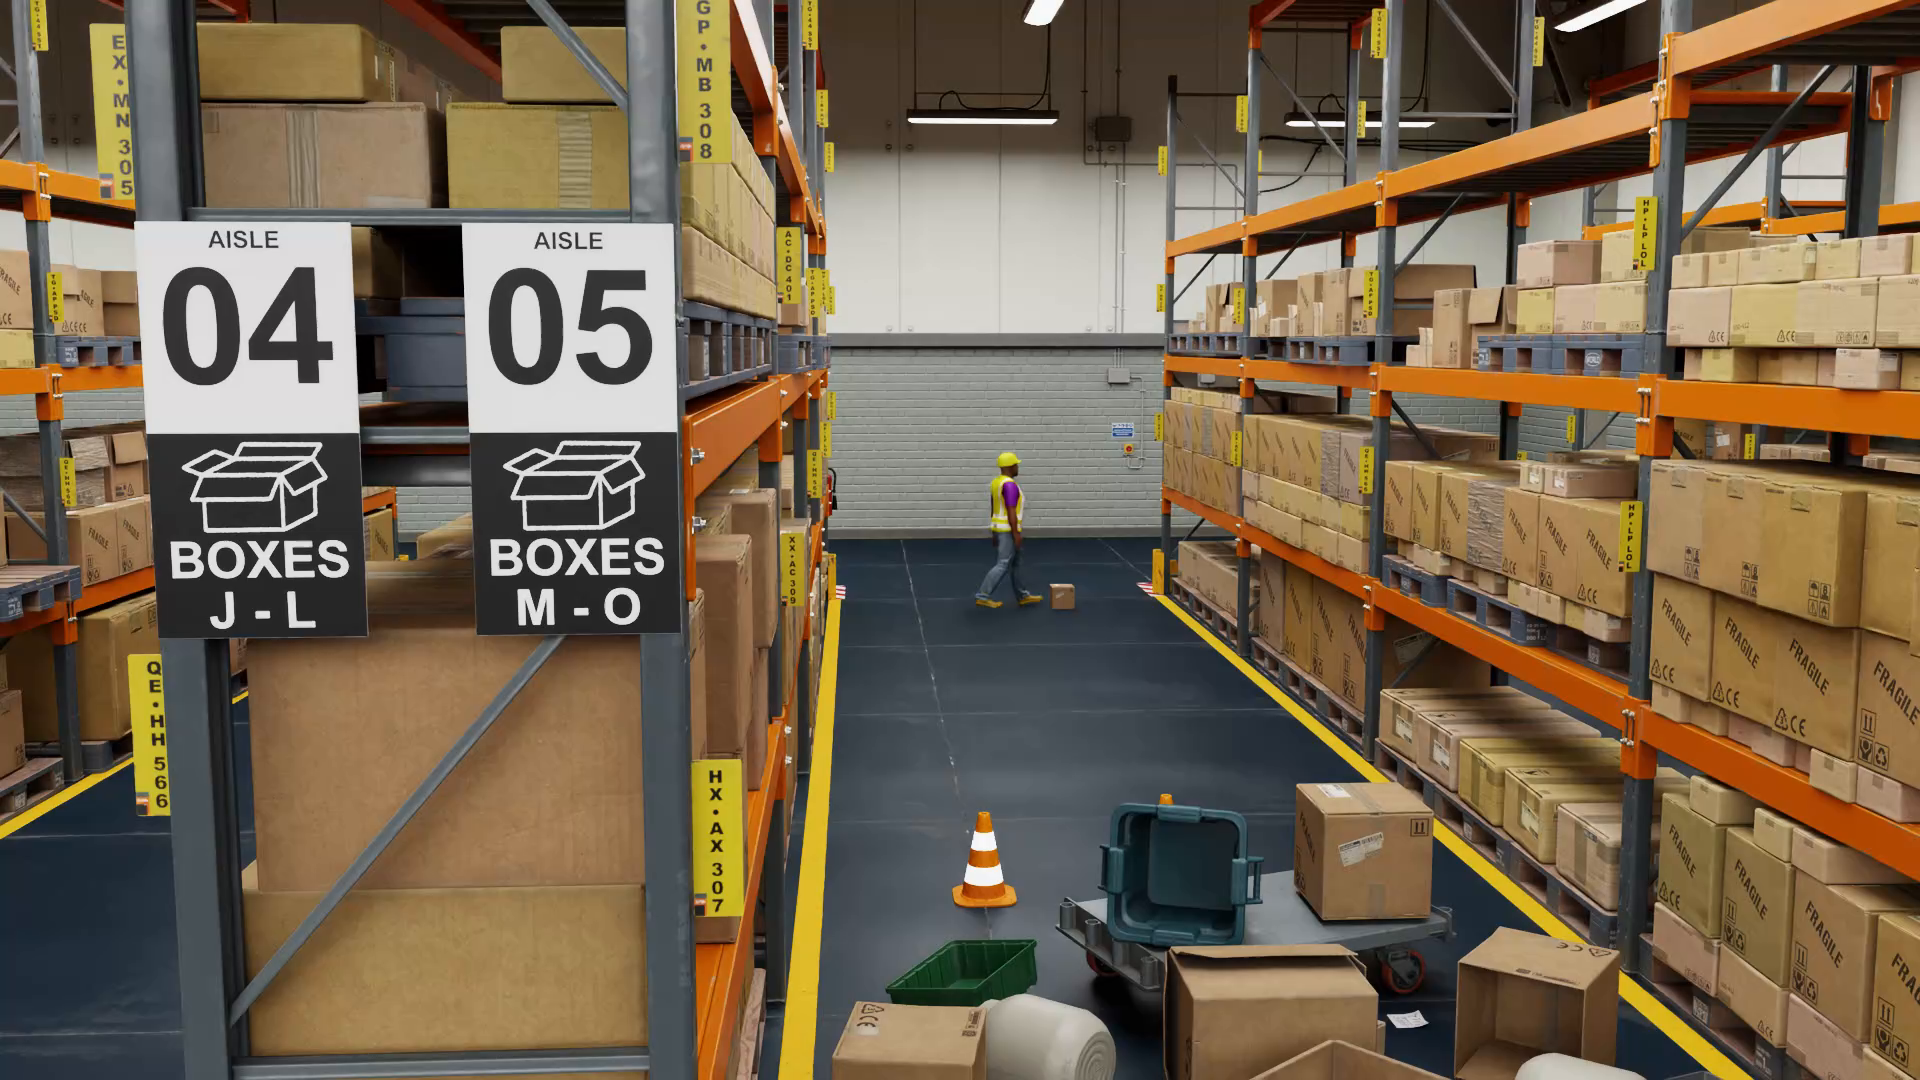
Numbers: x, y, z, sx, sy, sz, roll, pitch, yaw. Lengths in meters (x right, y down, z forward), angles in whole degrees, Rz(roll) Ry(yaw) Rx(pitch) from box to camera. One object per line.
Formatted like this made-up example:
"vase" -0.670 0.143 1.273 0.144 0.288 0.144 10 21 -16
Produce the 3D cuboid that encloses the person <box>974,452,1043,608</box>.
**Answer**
"person" 0.555 -0.104 18.519 0.912 1.740 0.603 -2 7 -16
